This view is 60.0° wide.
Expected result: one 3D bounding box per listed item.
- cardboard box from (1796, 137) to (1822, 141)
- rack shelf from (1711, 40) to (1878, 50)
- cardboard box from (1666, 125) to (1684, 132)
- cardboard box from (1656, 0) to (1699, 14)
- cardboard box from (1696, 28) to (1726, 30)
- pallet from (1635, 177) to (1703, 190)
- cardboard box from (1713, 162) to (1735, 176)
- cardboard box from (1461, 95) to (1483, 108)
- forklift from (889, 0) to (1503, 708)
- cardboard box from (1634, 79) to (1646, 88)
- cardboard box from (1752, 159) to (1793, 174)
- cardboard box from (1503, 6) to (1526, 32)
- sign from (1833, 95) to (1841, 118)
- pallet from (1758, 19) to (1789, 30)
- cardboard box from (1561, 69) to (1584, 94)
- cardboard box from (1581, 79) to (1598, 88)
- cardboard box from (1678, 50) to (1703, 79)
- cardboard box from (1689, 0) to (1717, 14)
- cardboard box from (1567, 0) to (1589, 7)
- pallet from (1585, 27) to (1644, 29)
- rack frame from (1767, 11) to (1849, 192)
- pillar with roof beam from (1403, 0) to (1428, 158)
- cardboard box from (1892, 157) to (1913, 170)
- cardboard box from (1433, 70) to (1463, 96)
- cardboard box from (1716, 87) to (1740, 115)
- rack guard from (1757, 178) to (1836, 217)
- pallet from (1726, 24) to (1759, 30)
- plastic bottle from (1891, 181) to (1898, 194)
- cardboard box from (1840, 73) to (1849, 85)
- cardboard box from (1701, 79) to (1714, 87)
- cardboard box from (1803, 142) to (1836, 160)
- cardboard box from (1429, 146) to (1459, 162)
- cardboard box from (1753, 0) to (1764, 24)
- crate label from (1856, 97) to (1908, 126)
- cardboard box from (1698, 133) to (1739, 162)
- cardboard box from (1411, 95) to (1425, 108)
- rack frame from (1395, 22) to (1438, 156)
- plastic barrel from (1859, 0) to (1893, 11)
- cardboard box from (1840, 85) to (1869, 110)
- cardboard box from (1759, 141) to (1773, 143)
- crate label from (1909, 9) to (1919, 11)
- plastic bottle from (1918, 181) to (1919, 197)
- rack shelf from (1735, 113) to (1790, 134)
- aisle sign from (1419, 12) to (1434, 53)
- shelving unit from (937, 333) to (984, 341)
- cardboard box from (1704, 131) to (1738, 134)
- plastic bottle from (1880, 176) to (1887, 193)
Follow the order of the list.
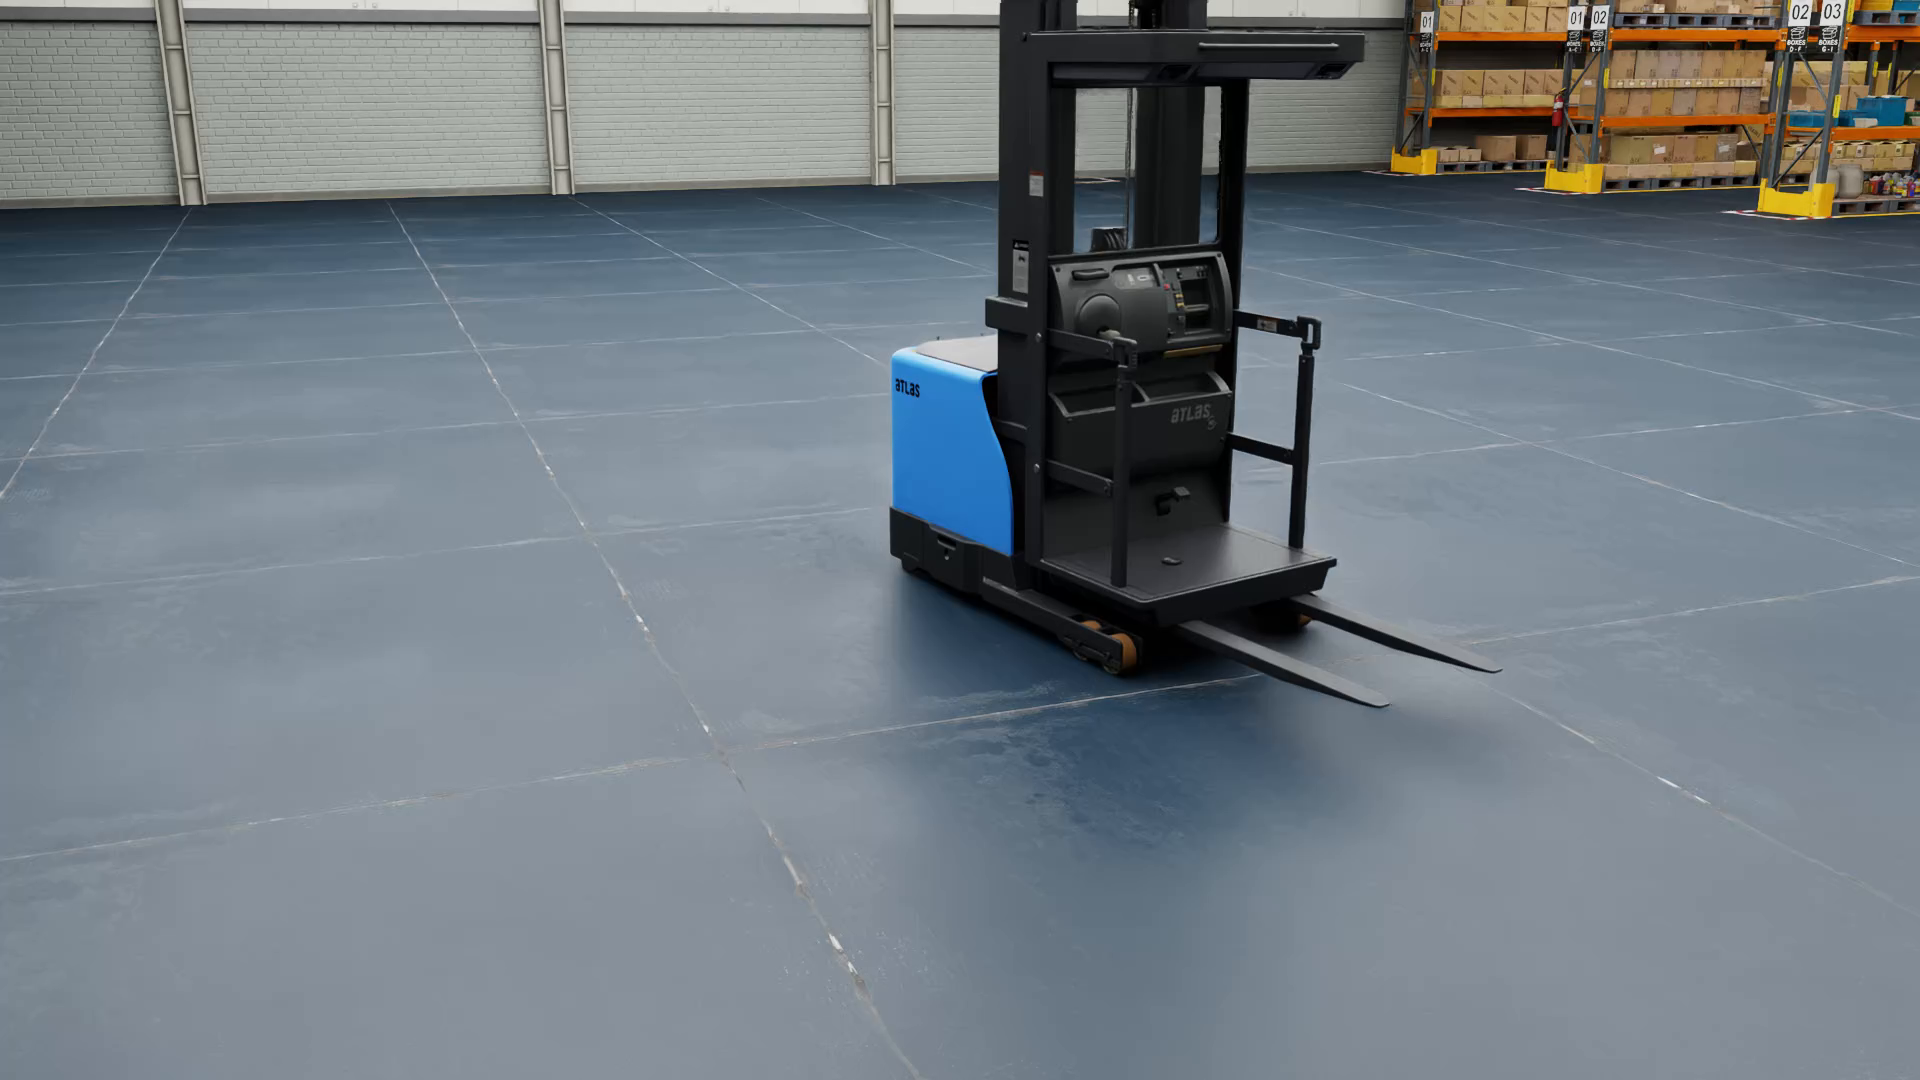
[{"bbox_3d":[19.213,-9.305,38.032,0.750,0.750,0.750,-6,17,-18],"label":"cardboard box"},{"bbox_3d":[18.735,-11.218,37.428,4.000,0.370,1.077,-6,17,-20],"label":"rack shelf"},{"bbox_3d":[15.659,-9.166,36.813,0.500,0.250,0.500,-6,17,-19],"label":"cardboard box"},{"bbox_3d":[12.822,-9.664,29.688,0.500,0.500,0.500,-6,17,-20],"label":"cardboard box"},{"bbox_3d":[16.292,-11.184,36.160,0.500,0.311,0.500,-6,17,-20],"label":"cardboard box"},{"bbox_3d":[13.009,-6.685,30.987,1.213,0.211,1.003,-6,17,-20],"label":"pallet"},{"bbox_3d":[14.083,-6.946,31.062,0.500,0.250,0.500,-6,17,-20],"label":"cardboard box"},{"bbox_3d":[10.446,-9.075,34.408,0.500,0.250,0.500,-7,18,-22],"label":"cardboard box"},{"bbox_3d":[0.898,-1.014,6.850,1.130,2.935,3.031,-11,20,-32],"label":"forklift"},{"bbox_3d":[12.095,-8.207,29.892,0.250,0.149,0.380,-6,17,-20],"label":"cardboard box"},{"bbox_3d":[15.373,-7.073,31.497,0.500,0.250,0.500,-7,18,-21],"label":"cardboard box"},{"bbox_3d":[11.289,-10.738,34.304,0.500,0.500,0.500,-5,17,-17],"label":"cardboard box"},{"bbox_3d":[13.135,-6.497,24.906,0.005,0.325,0.100,-6,17,-20],"label":"sign"},{"bbox_3d":[15.727,-9.656,31.171,1.217,0.209,0.805,-7,18,-22],"label":"pallet"},{"bbox_3d":[12.801,-9.687,35.162,0.500,0.500,0.500,-6,17,-20],"label":"cardboard box"},{"bbox_3d":[11.462,-8.260,30.075,0.250,0.149,0.380,-6,18,-21],"label":"cardboard box"},{"bbox_3d":[13.090,-8.688,30.380,0.500,0.500,0.700,-6,17,-20],"label":"cardboard box"},{"bbox_3d":[13.325,-9.840,30.284,0.637,0.503,0.797,-4,17,-14],"label":"cardboard box"},{"bbox_3d":[12.761,-11.373,34.694,0.500,0.500,0.500,-8,18,-25],"label":"cardboard box"},{"bbox_3d":[13.747,-10.902,35.409,1.003,0.211,1.213,-6,17,-20],"label":"pallet"},{"bbox_3d":[12.942,-6.509,25.439,0.127,3.000,1.000,-6,17,-20],"label":"rack frame"},{"bbox_3d":[11.281,-11.159,30.629,0.400,9.000,9.100,-6,17,-20],"label":"pillar with roof beam"},{"bbox_3d":[18.239,-7.384,32.554,0.500,0.250,0.500,-6,17,-19],"label":"cardboard box"},{"bbox_3d":[9.950,-9.382,34.123,0.500,0.500,0.500,-6,17,-20],"label":"cardboard box"},{"bbox_3d":[14.006,-8.162,30.893,0.500,0.500,0.700,-6,18,-21],"label":"cardboard box"},{"bbox_3d":[12.996,-5.330,25.860,0.348,0.500,1.175,-6,17,-20],"label":"rack guard"},{"bbox_3d":[17.449,-11.350,36.935,1.003,0.211,1.213,-5,17,-18],"label":"pallet"},{"bbox_3d":[15.112,-5.700,26.872,0.097,0.201,0.097,0,16,0],"label":"plastic bottle"},{"bbox_3d":[19.789,-10.359,37.808,0.500,0.500,0.500,-6,17,-20],"label":"cardboard box"},{"bbox_3d":[13.545,-8.364,30.427,0.250,0.149,0.380,-6,17,-18],"label":"cardboard box"},{"bbox_3d":[16.335,-7.445,31.766,0.500,0.311,0.500,-7,18,-22],"label":"cardboard box"},{"bbox_3d":[10.075,-8.083,34.789,0.500,0.311,0.500,-8,18,-26],"label":"cardboard box"},{"bbox_3d":[17.291,-11.683,36.778,0.500,0.500,0.700,-8,18,-24],"label":"cardboard box"},{"bbox_3d":[14.564,-6.783,26.309,0.616,0.435,0.502,-6,17,-20],"label":"crate label"},{"bbox_3d":[14.082,-7.306,30.958,0.500,0.500,0.500,-6,17,-20],"label":"cardboard box"},{"bbox_3d":[9.764,-9.151,34.668,0.500,0.250,0.500,-6,17,-19],"label":"cardboard box"},{"bbox_3d":[9.397,-9.115,34.316,0.127,3.000,1.000,-6,17,-20],"label":"rack frame"},{"bbox_3d":[13.961,-8.388,25.436,0.600,0.588,0.600,0,16,0],"label":"plastic barrel"},{"bbox_3d":[17.082,-8.494,32.021,0.500,0.500,0.500,-7,18,-23],"label":"cardboard box"},{"bbox_3d":[15.667,-7.537,32.081,0.500,0.311,0.500,-6,17,-19],"label":"cardboard box"},{"bbox_3d":[14.808,-7.979,25.384,0.408,0.251,0.502,-6,17,-20],"label":"crate label"},{"bbox_3d":[15.160,-5.556,26.257,0.097,0.271,0.097,0,16,0],"label":"plastic bottle"},{"bbox_3d":[16.776,-8.072,32.040,4.000,0.370,1.077,-6,17,-20],"label":"rack shelf"},{"bbox_3d":[9.437,-10.277,33.656,0.004,0.787,0.394,-6,17,-20],"label":"aisle sign"},{"bbox_3d":[0.040,-0.512,8.477,0.252,1.050,0.215,-7,18,-24],"label":"shelving unit"},{"bbox_3d":[14.363,-7.493,31.596,0.500,0.500,0.500,-6,17,-20],"label":"cardboard box"},{"bbox_3d":[14.875,-5.746,26.894,0.135,0.276,0.152,-7,18,-22],"label":"plastic bottle"}]
